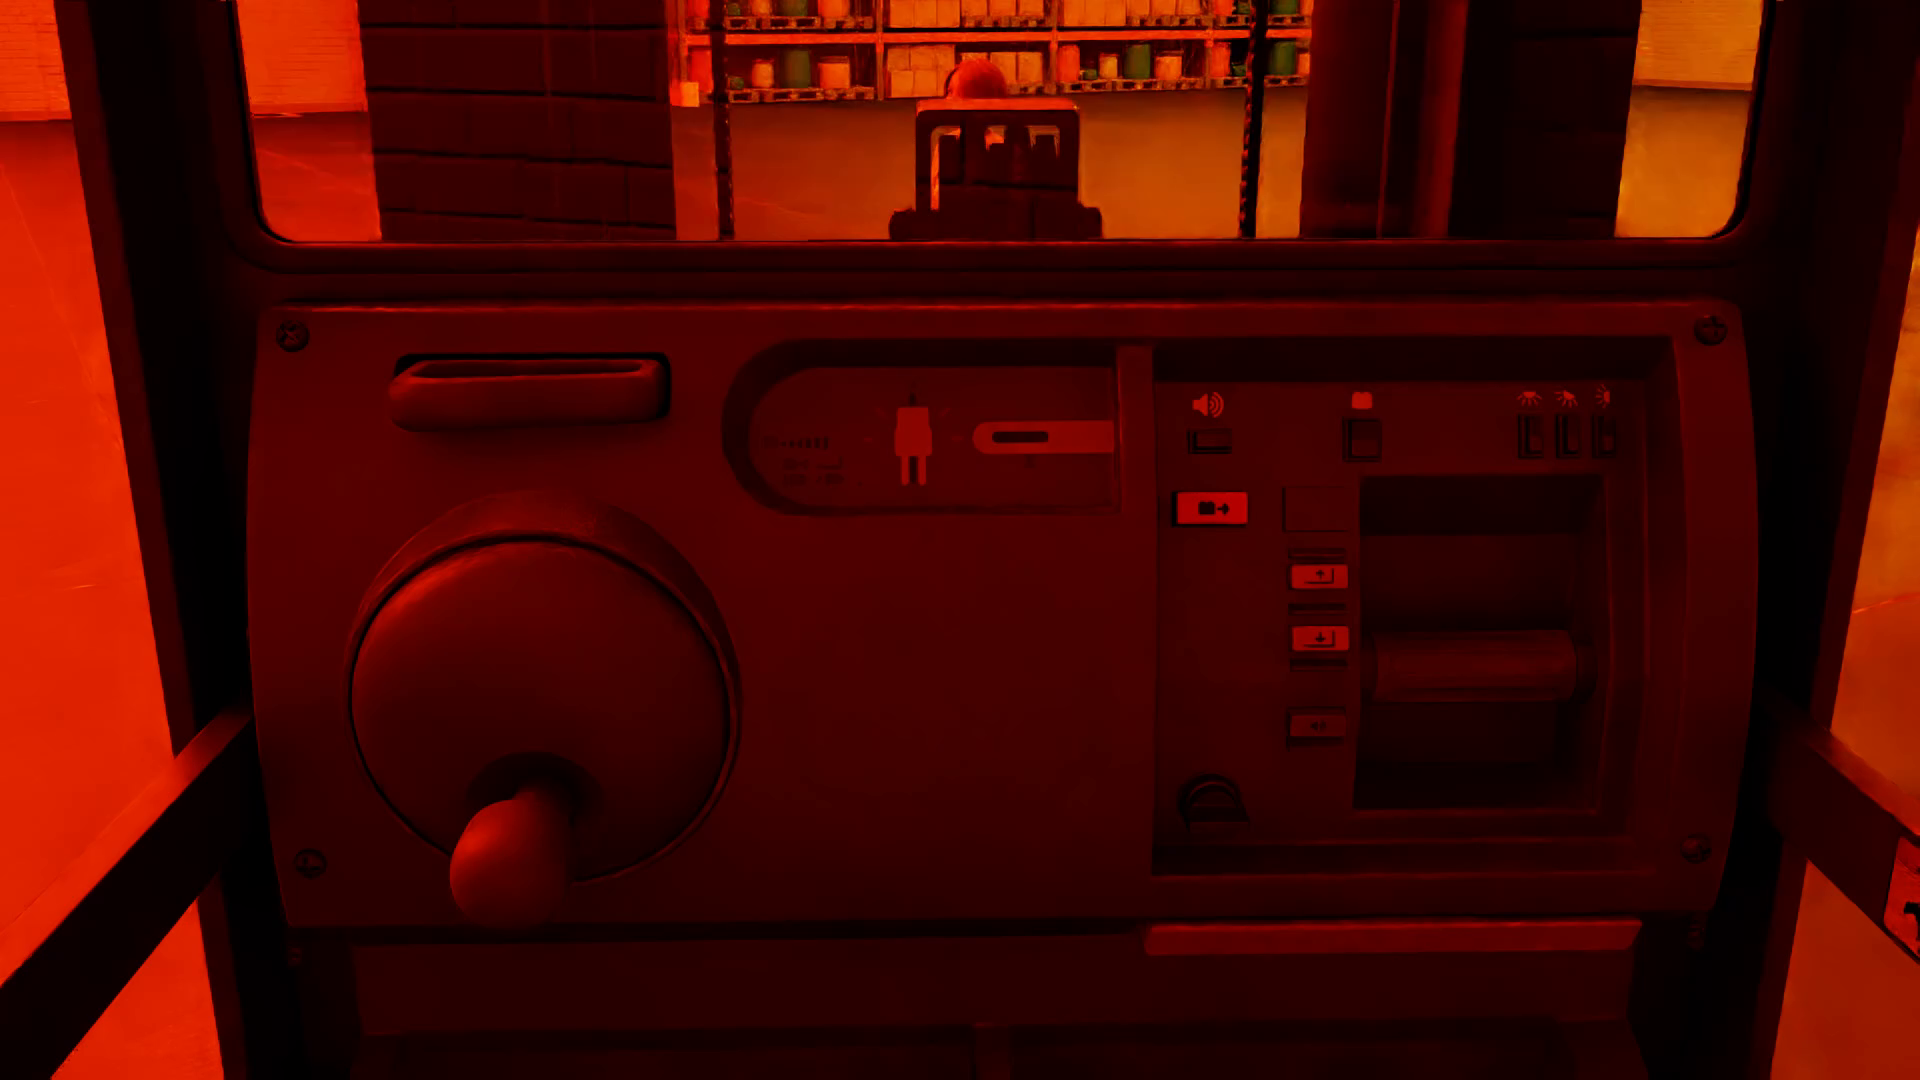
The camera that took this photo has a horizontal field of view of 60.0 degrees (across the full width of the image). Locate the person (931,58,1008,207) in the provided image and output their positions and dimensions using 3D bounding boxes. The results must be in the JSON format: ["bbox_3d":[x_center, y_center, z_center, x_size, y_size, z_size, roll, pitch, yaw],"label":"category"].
[{"bbox_3d":[-0.072,-0.759,5.489,0.473,1.599,0.520,-10,20,-29],"label":"person"}]
